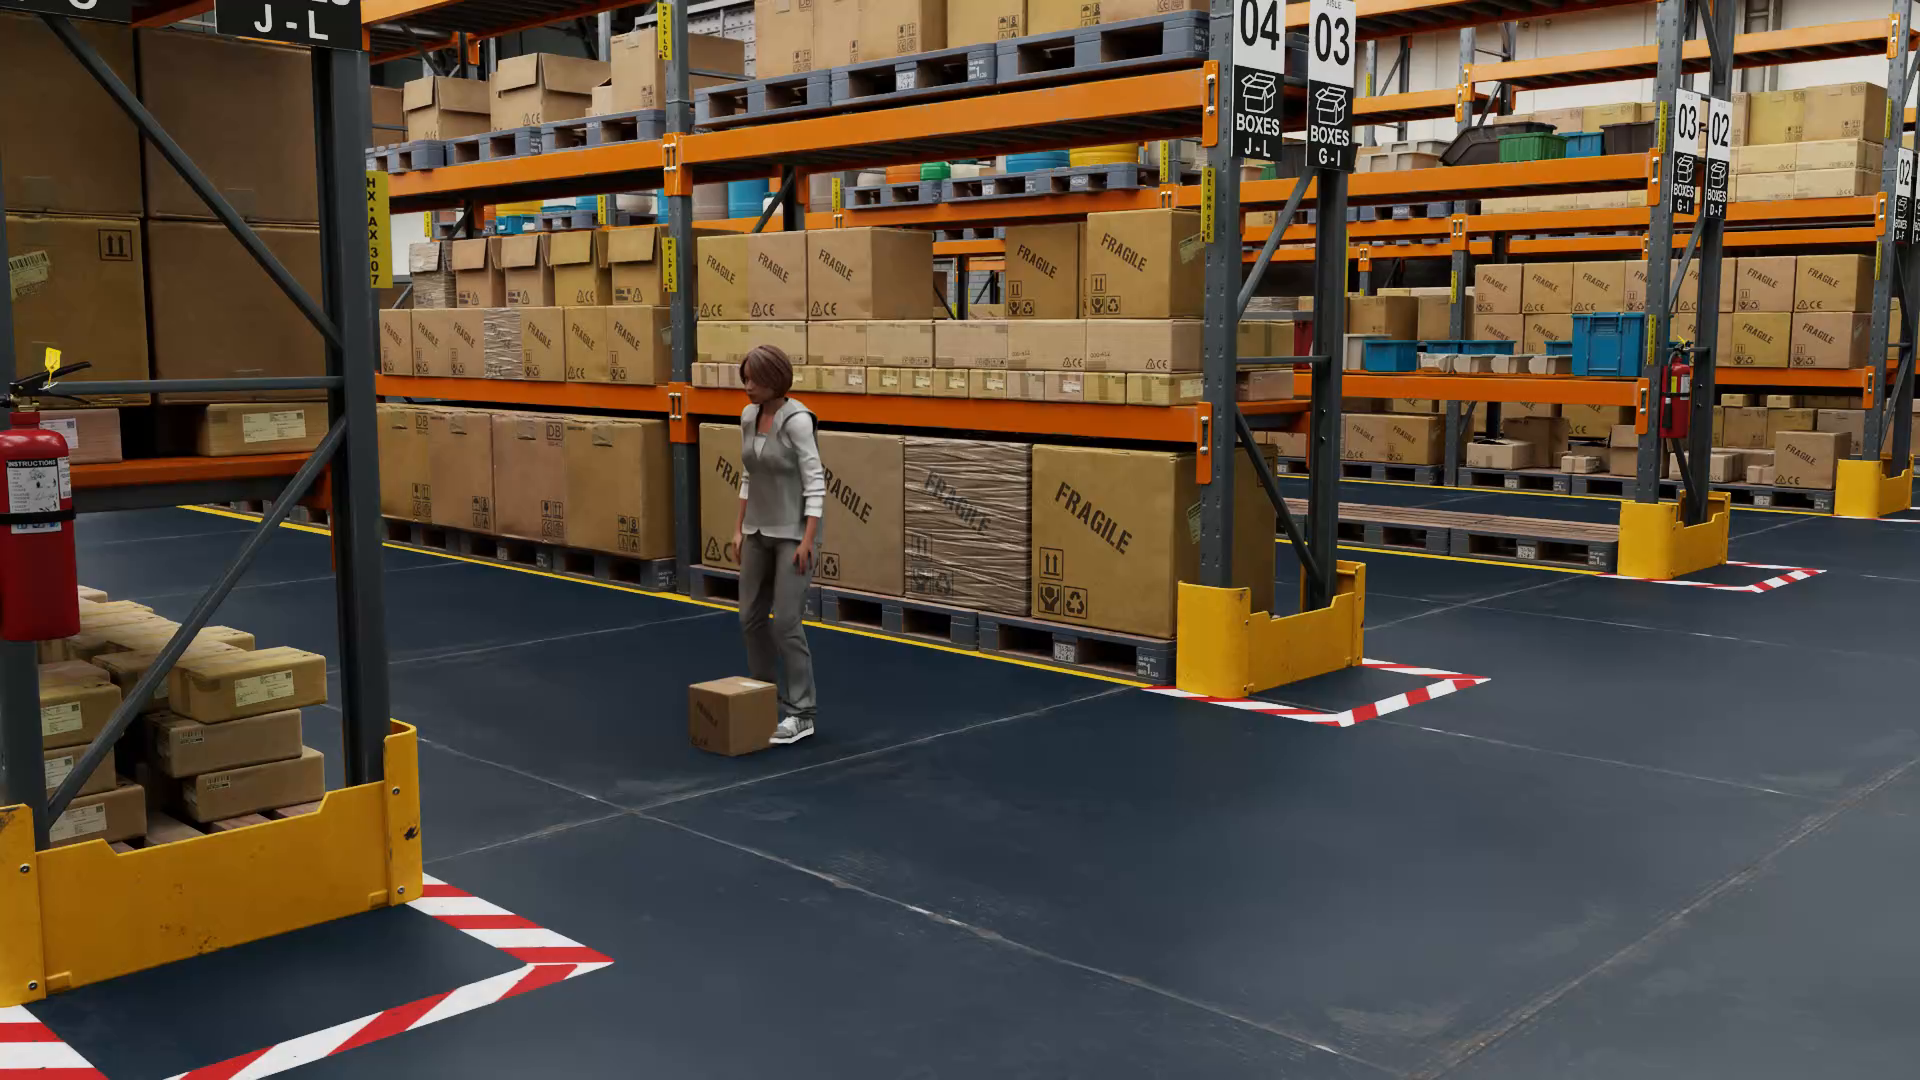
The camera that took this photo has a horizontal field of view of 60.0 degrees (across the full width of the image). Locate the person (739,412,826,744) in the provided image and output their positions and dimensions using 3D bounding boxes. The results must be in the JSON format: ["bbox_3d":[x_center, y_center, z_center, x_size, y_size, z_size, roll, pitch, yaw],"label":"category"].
[{"bbox_3d":[-0.745,0.131,6.736,0.467,1.352,0.326,6,10,41],"label":"person"}]
